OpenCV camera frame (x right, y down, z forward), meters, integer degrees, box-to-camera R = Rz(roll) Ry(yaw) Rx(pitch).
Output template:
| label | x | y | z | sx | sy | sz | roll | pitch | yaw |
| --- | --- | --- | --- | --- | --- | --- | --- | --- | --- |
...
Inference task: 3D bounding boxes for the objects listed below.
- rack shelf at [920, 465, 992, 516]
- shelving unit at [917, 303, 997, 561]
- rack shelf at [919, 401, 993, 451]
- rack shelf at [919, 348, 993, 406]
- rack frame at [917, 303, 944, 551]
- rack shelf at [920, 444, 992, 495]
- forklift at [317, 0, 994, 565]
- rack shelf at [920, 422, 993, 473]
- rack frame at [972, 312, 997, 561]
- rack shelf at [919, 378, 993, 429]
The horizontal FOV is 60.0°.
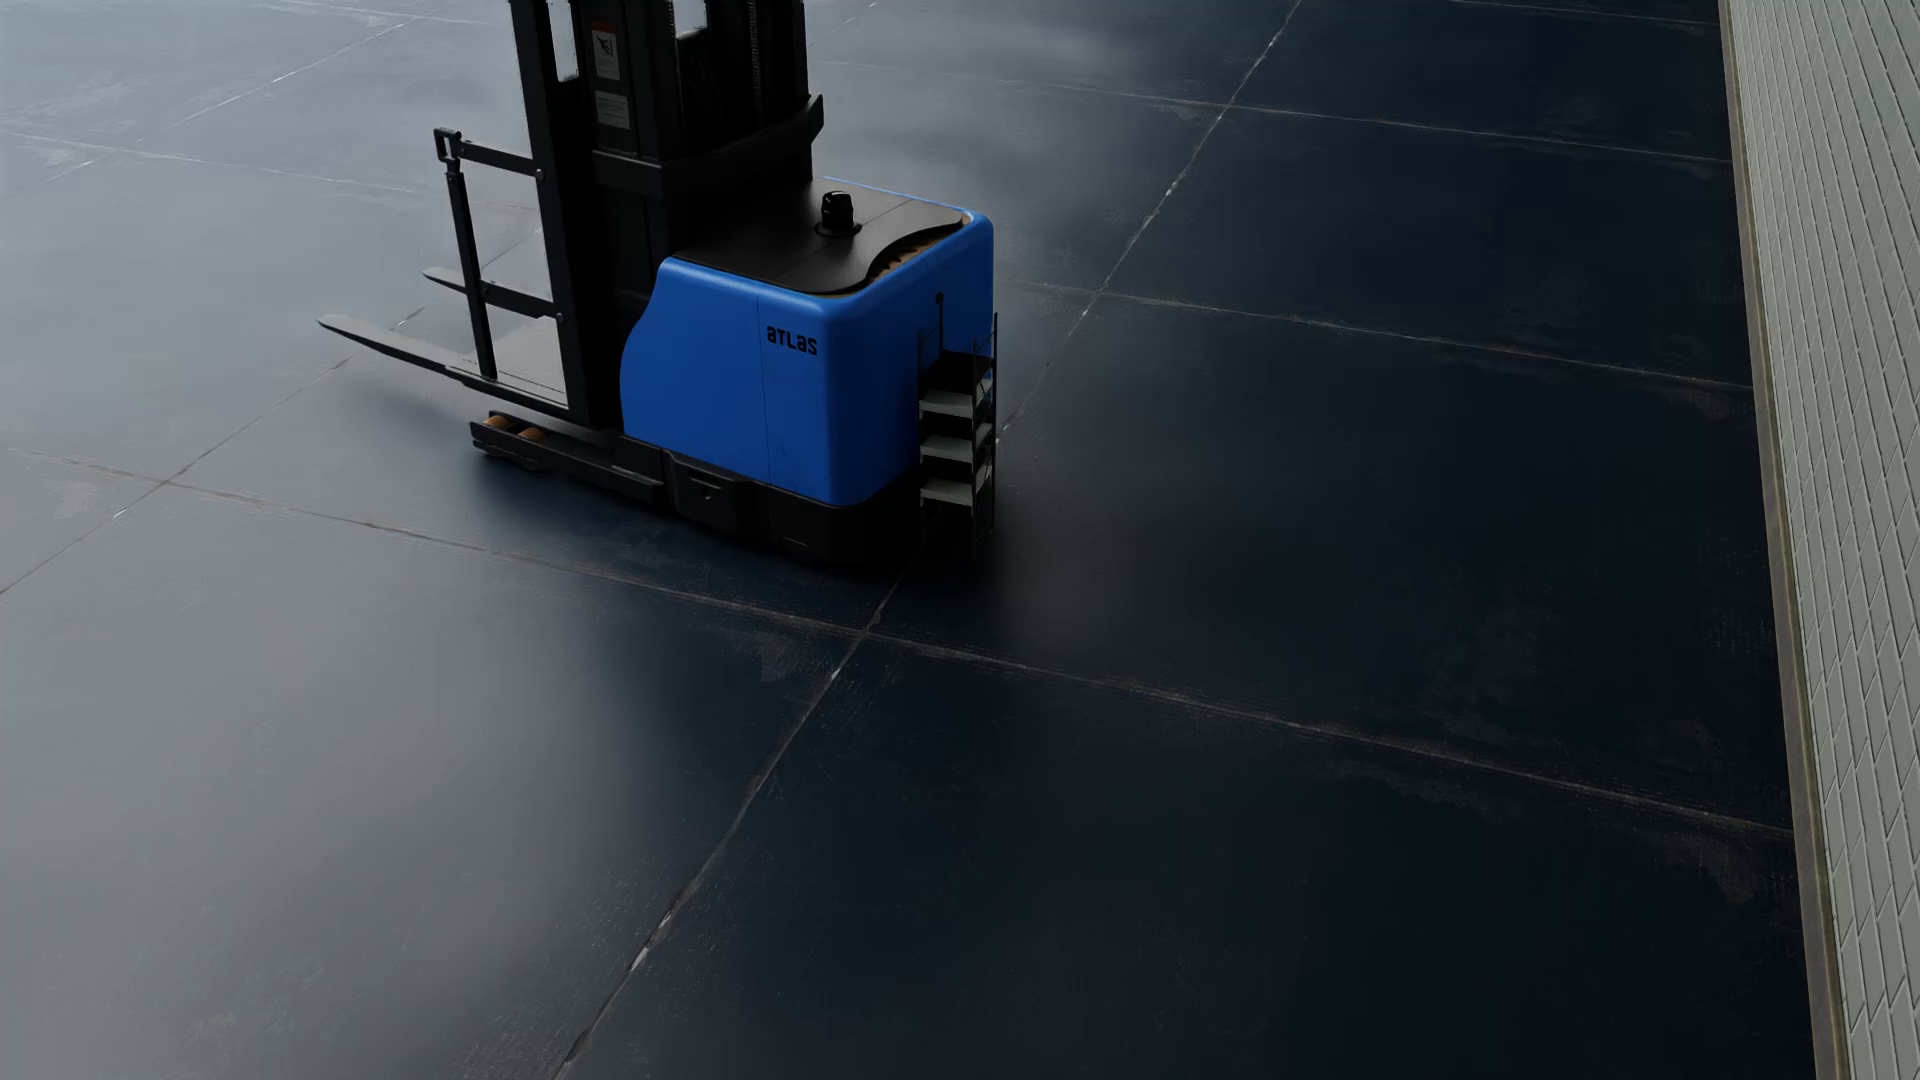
| label | x | y | z | sx | sy | sz | roll | pitch | yaw |
| --- | --- | --- | --- | --- | --- | --- | --- | --- | --- |
| rack shelf | -0.008 | -0.200 | 6.124 | 0.200 | 0.077 | 0.258 | 11 | 34 | 16 |
| shelving unit | -0.008 | -0.380 | 6.008 | 0.210 | 0.900 | 0.258 | 11 | 34 | 16 |
| rack shelf | -0.008 | -0.427 | 5.977 | 0.200 | 0.077 | 0.258 | 11 | 34 | 16 |
| rack shelf | -0.008 | -0.578 | 5.880 | 0.200 | 0.077 | 0.258 | 11 | 34 | 16 |
| rack frame | -0.103 | -0.398 | 6.037 | 0.006 | 0.900 | 0.240 | 11 | 34 | 16 |
| rack shelf | -0.008 | -0.276 | 6.075 | 0.200 | 0.077 | 0.258 | 11 | 34 | 16 |
| forklift | -1.382 | -1.735 | 6.234 | 3.031 | 2.935 | 1.130 | 19 | 37 | 26 |
| rack shelf | -0.008 | -0.352 | 6.026 | 0.200 | 0.077 | 0.258 | 11 | 34 | 16 |
| rack frame | 0.088 | -0.361 | 5.979 | 0.006 | 0.900 | 0.240 | 11 | 34 | 16 |
| rack shelf | -0.008 | -0.503 | 5.929 | 0.200 | 0.077 | 0.258 | 11 | 34 | 16 |
